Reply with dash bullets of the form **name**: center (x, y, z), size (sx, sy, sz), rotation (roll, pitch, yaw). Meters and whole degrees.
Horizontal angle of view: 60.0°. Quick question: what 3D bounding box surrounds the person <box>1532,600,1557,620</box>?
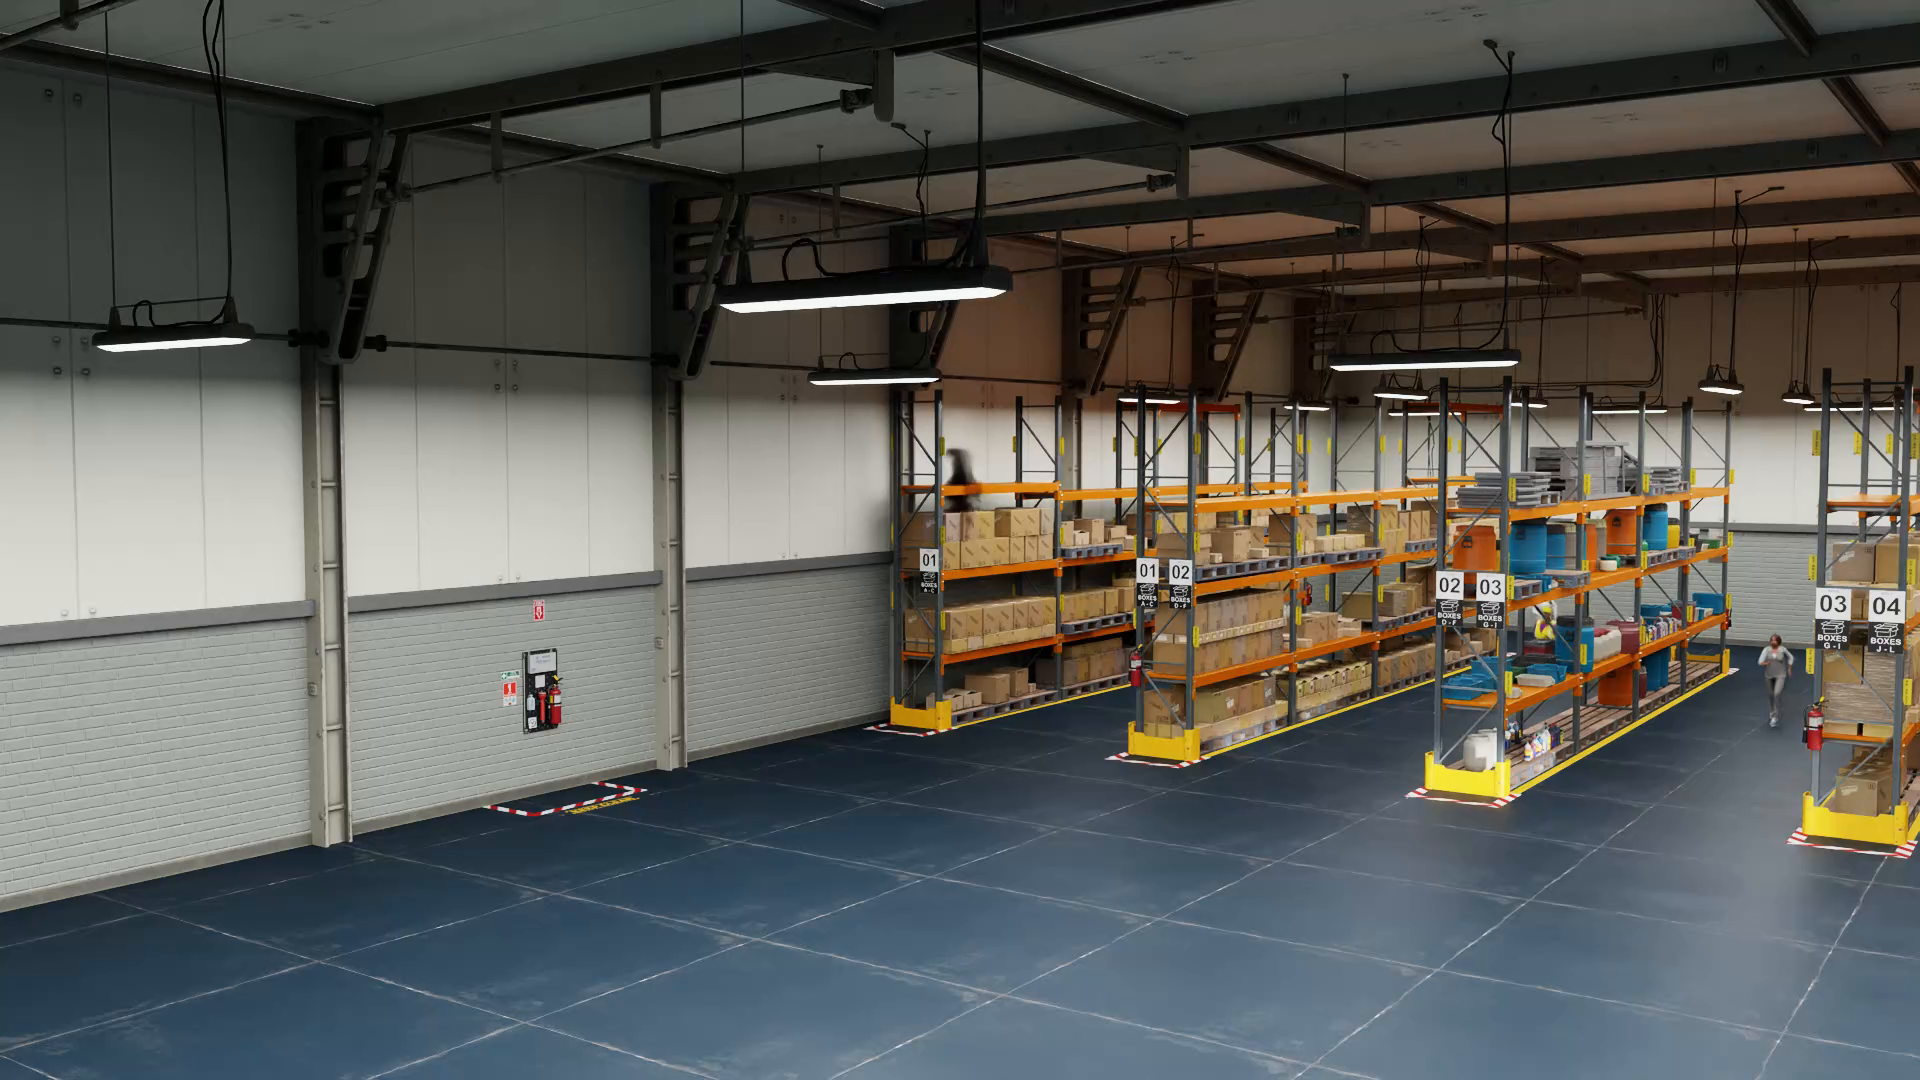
- **person**: center (13.943, 1.951, 39.643), size (0.597, 1.723, 0.741), rotation (1, 3, 11)

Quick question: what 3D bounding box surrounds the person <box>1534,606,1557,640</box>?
- **person**: center (11.754, 2.236, 33.305), size (0.673, 1.820, 0.788), rotation (3, 4, 40)

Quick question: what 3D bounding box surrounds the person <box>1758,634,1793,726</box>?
- **person**: center (14.693, 2.498, 29.978), size (0.531, 1.623, 0.824), rotation (2, 4, 35)
